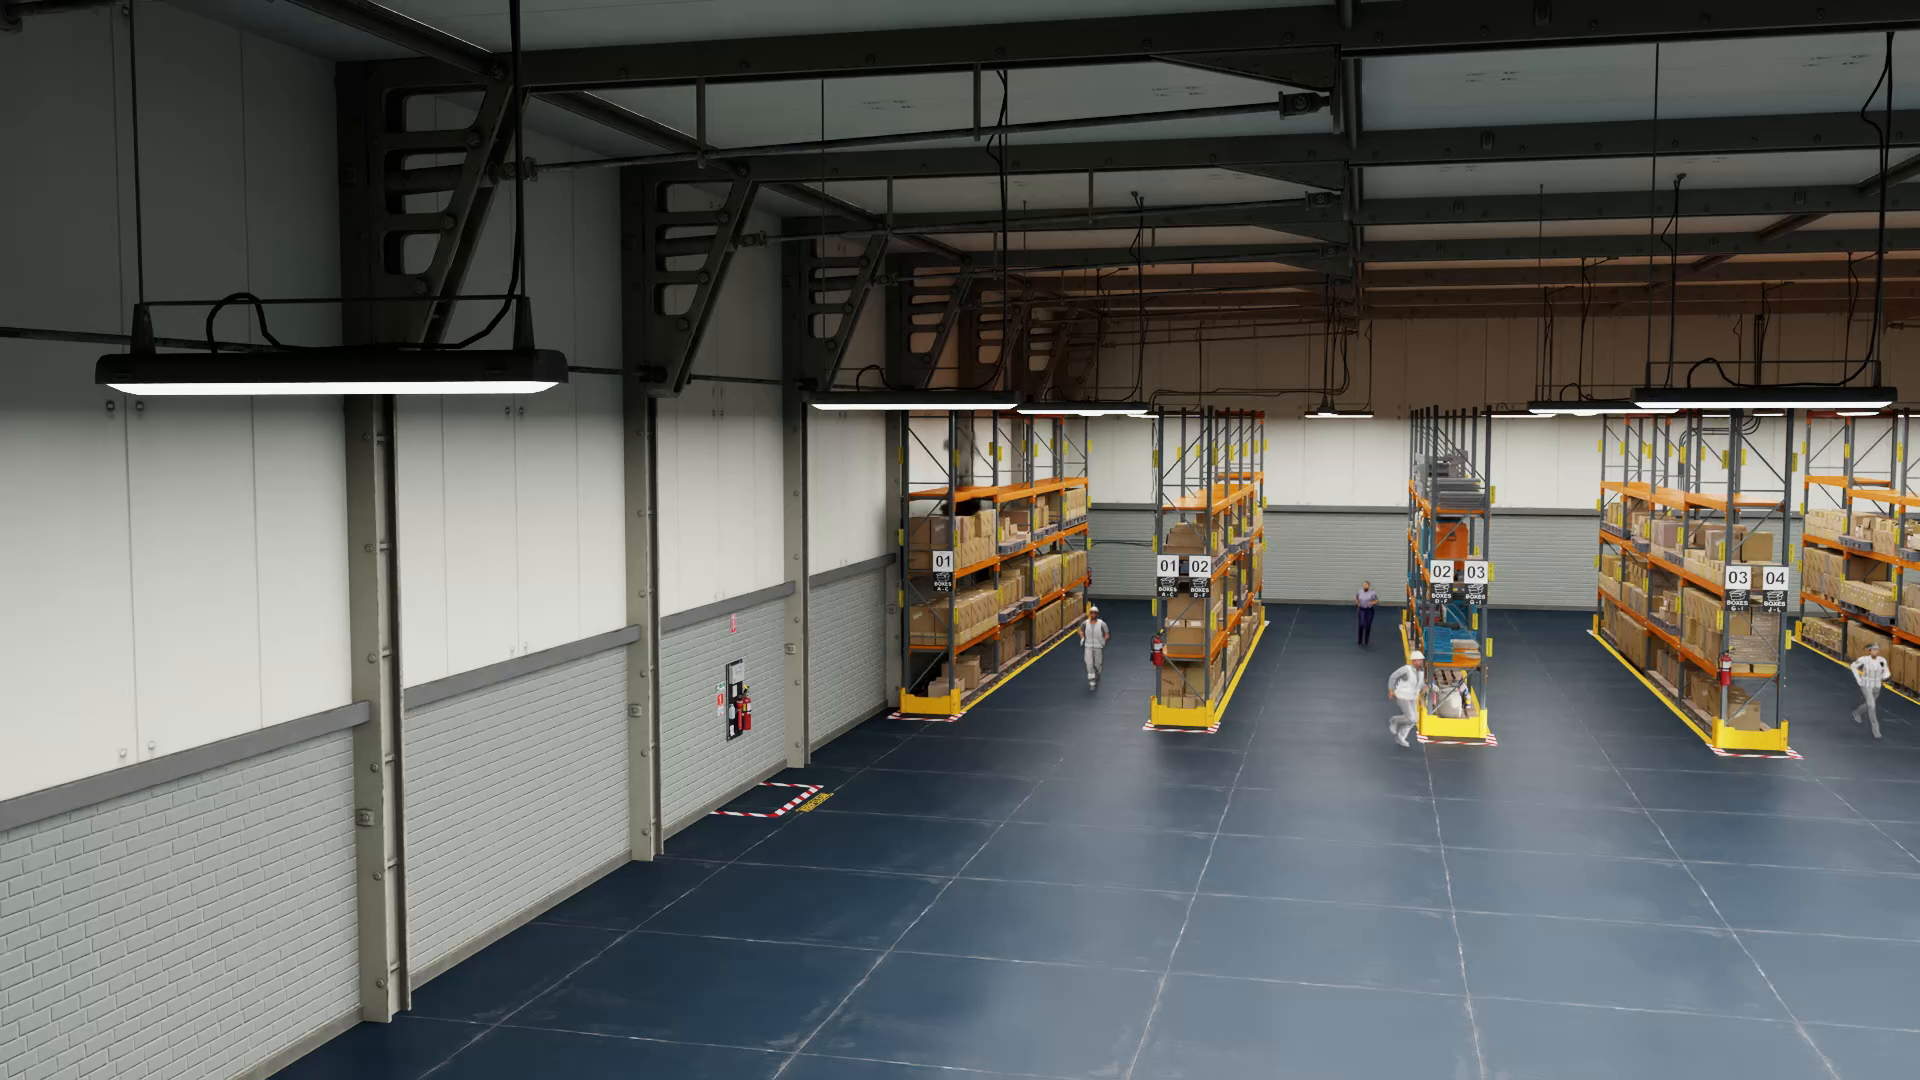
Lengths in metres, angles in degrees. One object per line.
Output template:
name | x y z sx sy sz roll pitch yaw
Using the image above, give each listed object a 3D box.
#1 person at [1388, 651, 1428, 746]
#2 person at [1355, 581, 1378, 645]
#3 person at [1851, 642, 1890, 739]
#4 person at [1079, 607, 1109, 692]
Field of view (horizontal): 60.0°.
person | 7.908 2.785 29.298 0.648 1.704 0.728 -3 5 -38
person | 10.384 1.888 42.484 0.576 1.649 0.680 1 4 15
person | 16.671 2.712 30.443 0.565 1.735 1.053 0 4 -4
person | 2.847 2.304 35.515 0.655 1.774 0.845 1 4 9
